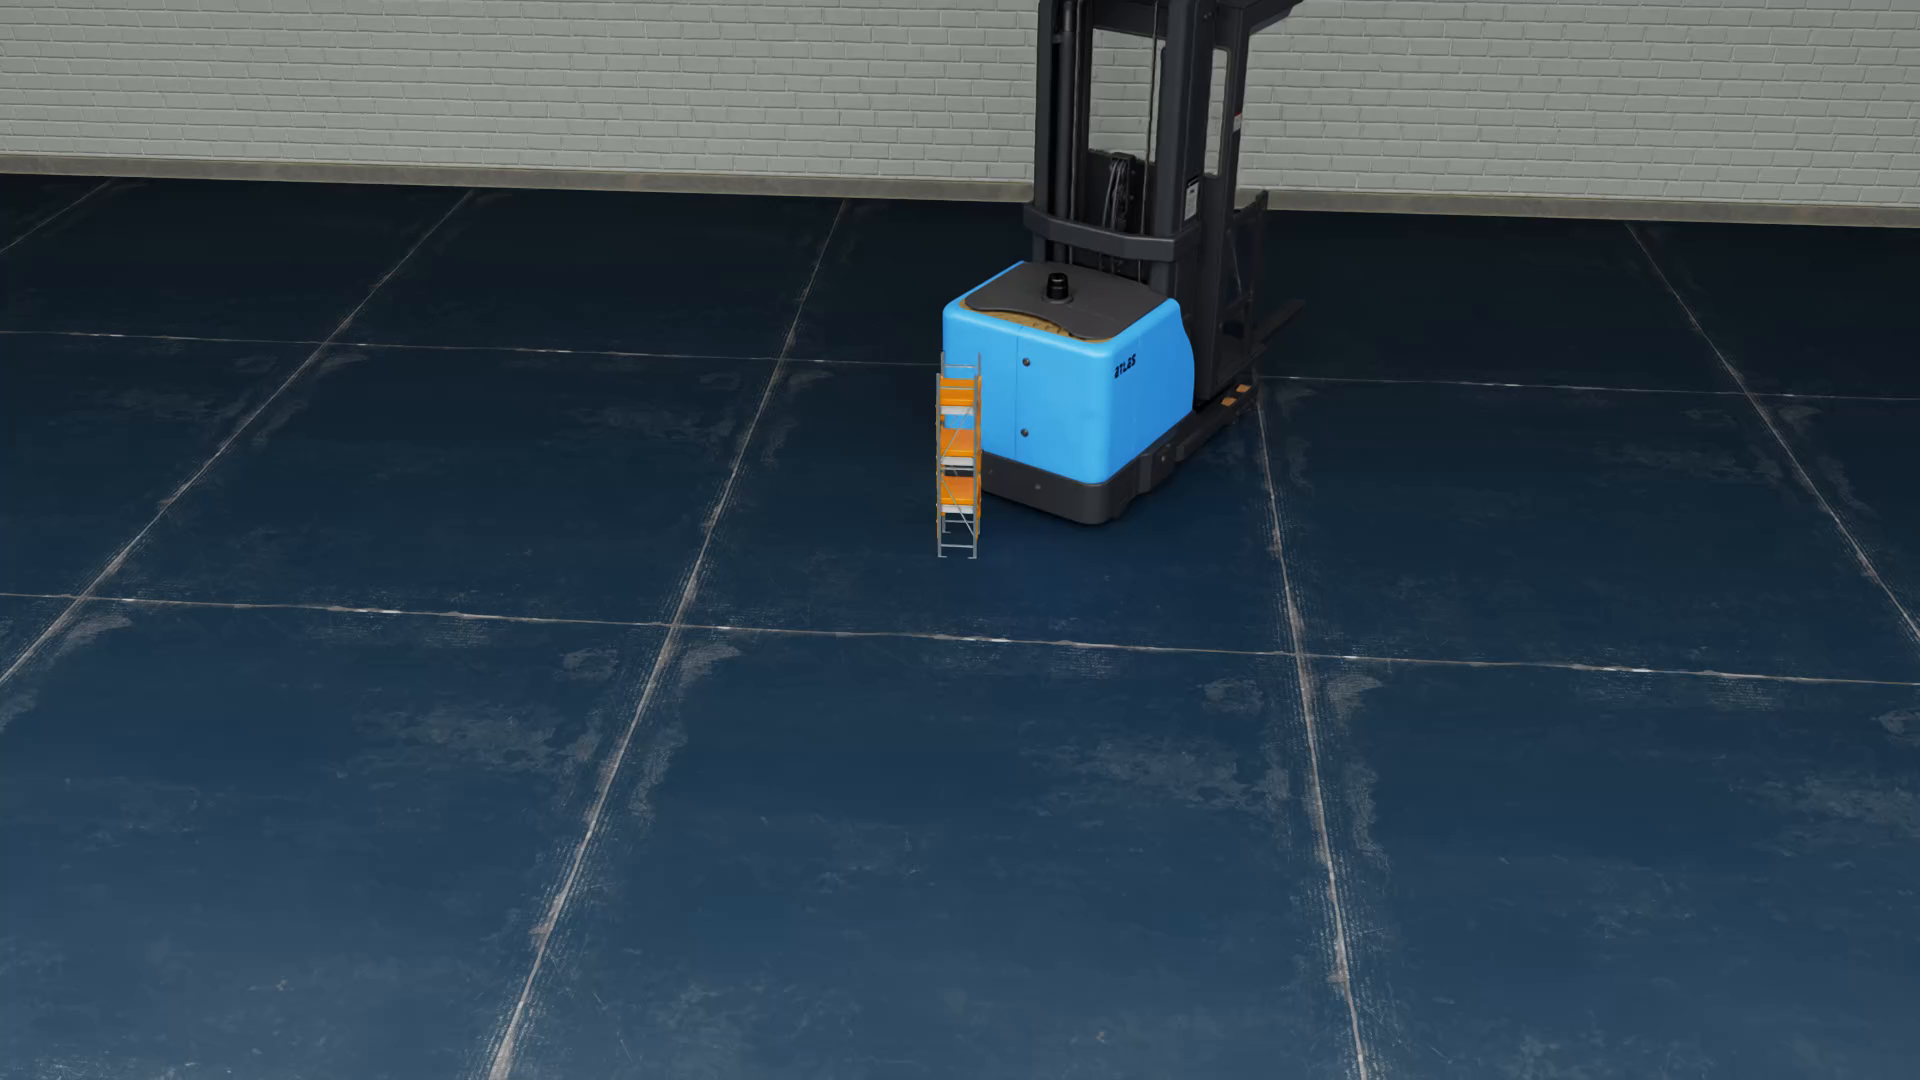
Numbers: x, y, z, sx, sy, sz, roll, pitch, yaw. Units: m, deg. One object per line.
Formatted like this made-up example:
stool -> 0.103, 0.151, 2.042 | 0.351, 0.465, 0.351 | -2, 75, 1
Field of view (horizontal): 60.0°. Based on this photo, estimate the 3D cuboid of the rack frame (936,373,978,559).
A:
rack frame -> -0.014, -0.355, 8.326 | 0.200, 1.050, 0.008 | 2, 32, 4

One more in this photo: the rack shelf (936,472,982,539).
rack shelf -> -0.004, -0.173, 8.581 | 0.215, 0.259, 0.240 | 2, 32, 4

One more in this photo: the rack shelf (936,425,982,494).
rack shelf -> -0.004, -0.410, 8.435 | 0.215, 0.259, 0.240 | 2, 32, 4

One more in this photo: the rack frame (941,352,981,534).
rack frame -> 0.006, -0.483, 8.533 | 0.200, 1.050, 0.008 | 2, 32, 4

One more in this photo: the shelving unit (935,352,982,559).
shelving unit -> -0.004, -0.419, 8.429 | 0.215, 1.050, 0.252 | 2, 32, 4

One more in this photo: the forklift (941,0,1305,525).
forklift -> 1.133, -2.057, 9.295 | 1.130, 2.935, 3.031 | 19, 37, 28

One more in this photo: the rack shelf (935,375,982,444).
rack shelf -> -0.004, -0.652, 8.286 | 0.215, 0.259, 0.240 | 2, 32, 4
